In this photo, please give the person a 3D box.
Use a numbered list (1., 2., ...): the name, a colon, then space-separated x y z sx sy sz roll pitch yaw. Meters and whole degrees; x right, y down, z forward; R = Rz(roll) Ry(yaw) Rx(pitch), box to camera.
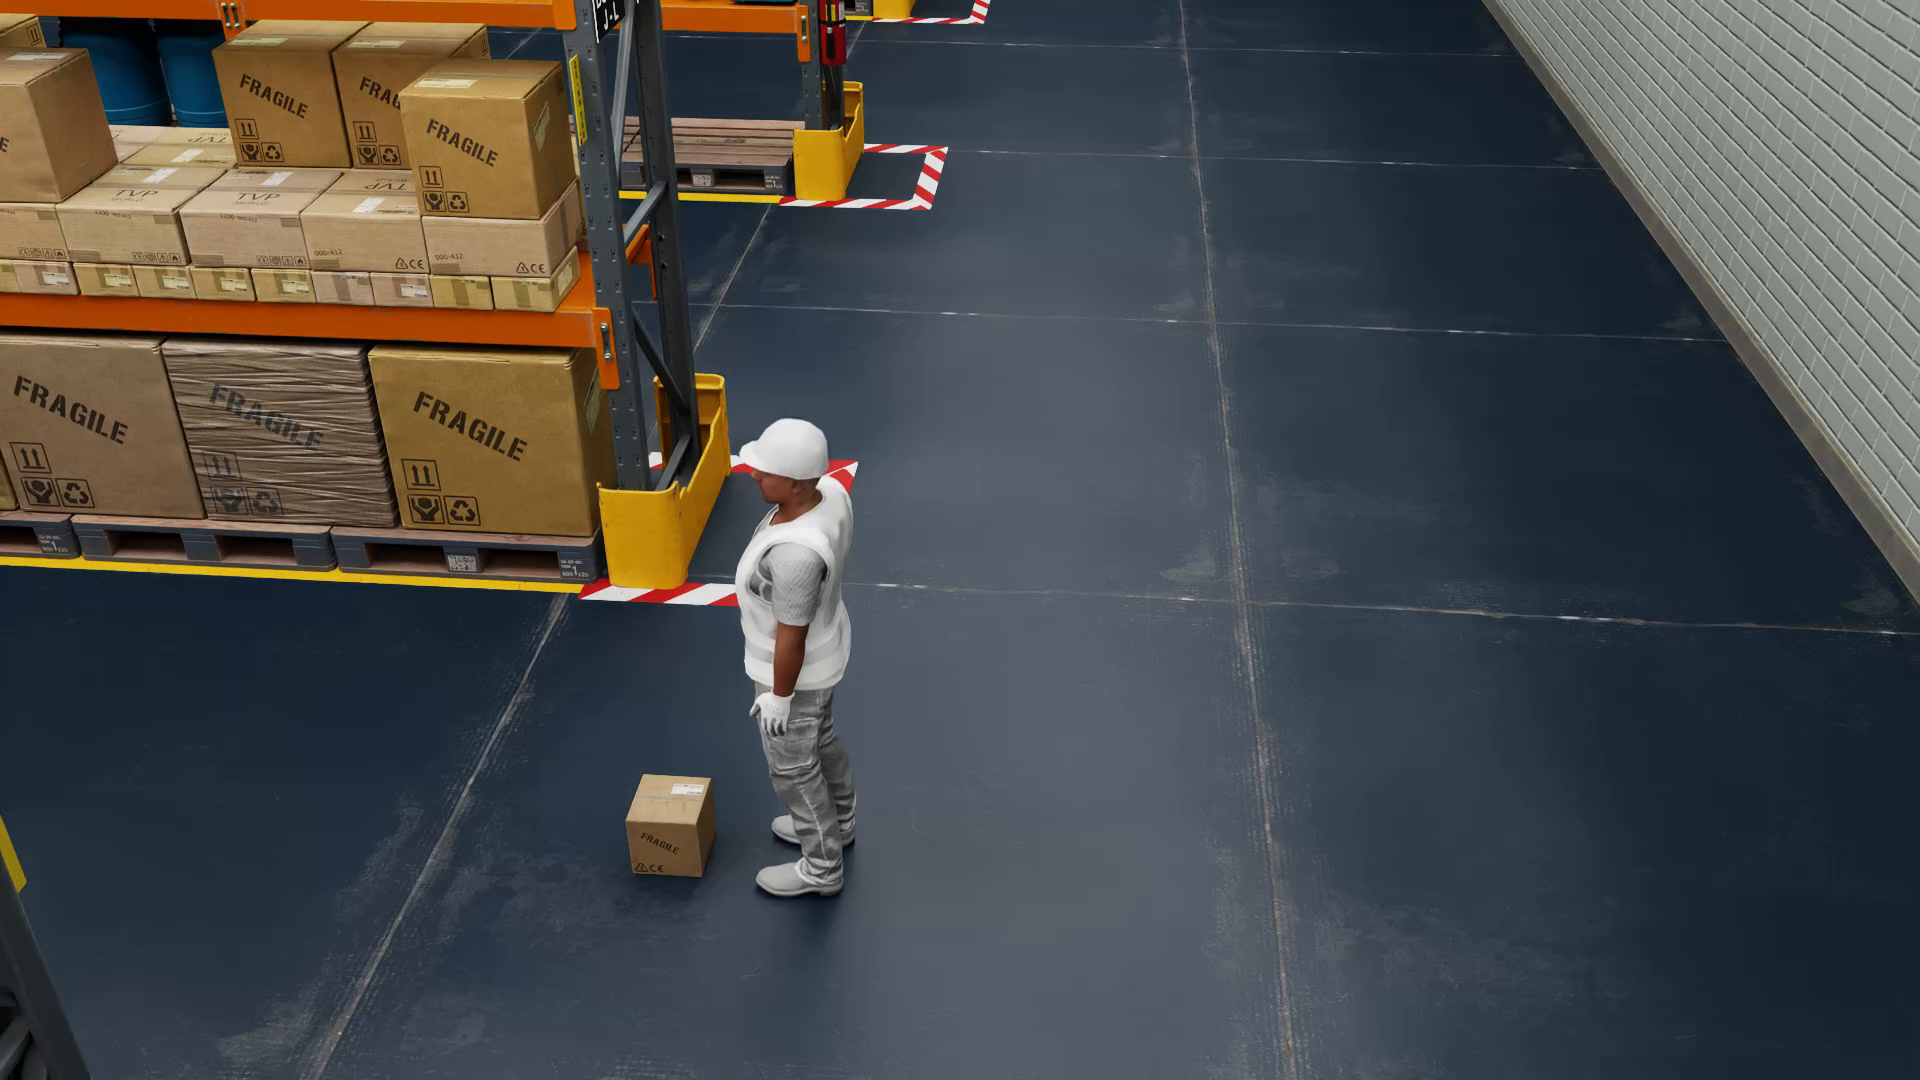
1. person: -0.529 0.398 5.472 0.352 1.781 0.542 3 32 5
